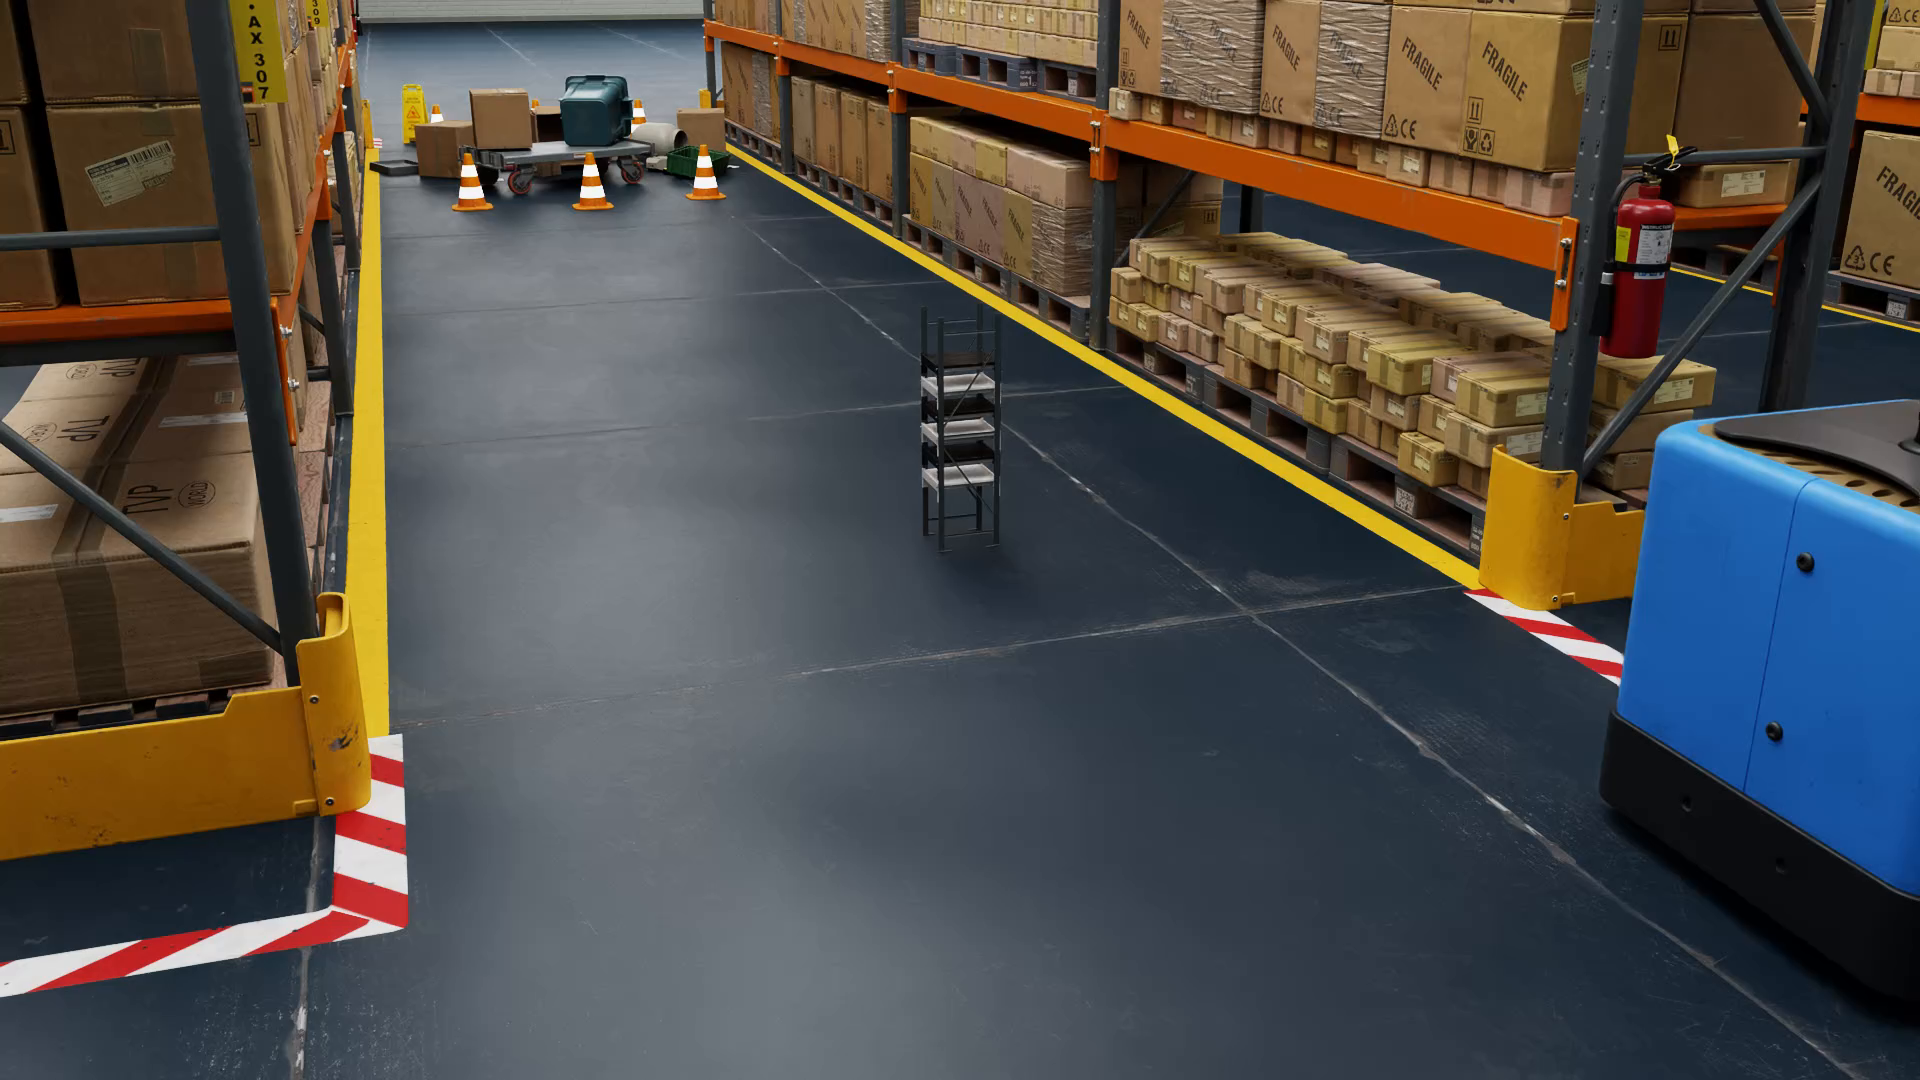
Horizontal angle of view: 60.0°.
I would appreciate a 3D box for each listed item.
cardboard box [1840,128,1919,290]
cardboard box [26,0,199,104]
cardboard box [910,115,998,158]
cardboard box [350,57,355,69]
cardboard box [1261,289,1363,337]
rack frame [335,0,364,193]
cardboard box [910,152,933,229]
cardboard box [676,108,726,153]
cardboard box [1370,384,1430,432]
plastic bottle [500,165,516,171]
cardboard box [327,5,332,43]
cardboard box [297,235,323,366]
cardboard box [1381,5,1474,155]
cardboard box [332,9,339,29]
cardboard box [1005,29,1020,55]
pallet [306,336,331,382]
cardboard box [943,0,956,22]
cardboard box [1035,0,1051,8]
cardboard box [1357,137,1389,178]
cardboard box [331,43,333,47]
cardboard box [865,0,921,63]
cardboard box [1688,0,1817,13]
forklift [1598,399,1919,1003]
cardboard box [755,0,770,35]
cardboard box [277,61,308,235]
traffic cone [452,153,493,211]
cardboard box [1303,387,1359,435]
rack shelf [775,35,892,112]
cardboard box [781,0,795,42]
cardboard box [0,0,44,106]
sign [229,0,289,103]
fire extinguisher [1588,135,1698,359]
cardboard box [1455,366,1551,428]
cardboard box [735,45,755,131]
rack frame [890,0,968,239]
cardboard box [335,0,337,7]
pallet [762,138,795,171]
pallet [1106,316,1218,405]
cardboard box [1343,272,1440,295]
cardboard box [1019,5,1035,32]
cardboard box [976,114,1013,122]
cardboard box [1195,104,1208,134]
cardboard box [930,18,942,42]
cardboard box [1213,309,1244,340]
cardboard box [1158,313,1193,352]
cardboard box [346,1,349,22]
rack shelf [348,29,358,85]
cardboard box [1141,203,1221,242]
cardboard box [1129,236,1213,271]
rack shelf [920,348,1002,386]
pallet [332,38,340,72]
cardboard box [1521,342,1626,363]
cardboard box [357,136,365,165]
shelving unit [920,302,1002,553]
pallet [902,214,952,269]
[{"bbox_3d":[6.098,-2.009,10.095,0.875,0.875,0.875,-6,21,-17],"label":"cardboard box"},{"bbox_3d":[-2.065,-1.397,4.242,0.500,0.500,0.500,-7,21,-18],"label":"cardboard box"},{"bbox_3d":[-0.045,-2.948,12.154,0.500,0.250,0.500,-7,21,-20],"label":"cardboard box"},{"bbox_3d":[-6.118,-4.623,16.228,0.380,0.149,0.250,-5,20,-14],"label":"cardboard box"},{"bbox_3d":[1.604,-1.036,7.581,0.380,0.149,0.250,-6,21,-17],"label":"cardboard box"},{"bbox_3d":[-5.956,-4.546,14.636,1.000,3.000,0.127,-6,21,-17],"label":"rack frame"},{"bbox_3d":[-0.051,-2.588,12.261,0.500,0.500,0.500,-7,21,-20],"label":"cardboard box"},{"bbox_3d":[-2.751,-4.318,17.696,0.500,0.500,0.500,-3,20,-8],"label":"cardboard box"},{"bbox_3d":[1.881,-0.555,6.681,0.380,0.149,0.250,-7,21,-19],"label":"cardboard box"},{"bbox_3d":[-4.581,-3.777,16.840,0.133,0.061,0.283,-3,20,-8],"label":"plastic bottle"},{"bbox_3d":[-4.306,-3.299,10.646,0.500,0.250,0.500,-6,21,-17],"label":"cardboard box"},{"bbox_3d":[-3.713,-1.367,8.307,0.875,0.875,0.875,-6,21,-16],"label":"cardboard box"},{"bbox_3d":[1.940,-1.723,6.189,0.500,0.500,0.500,-7,21,-18],"label":"cardboard box"},{"bbox_3d":[-5.268,-4.243,13.542,0.380,0.149,0.250,-6,21,-17],"label":"cardboard box"},{"bbox_3d":[0.500,-3.141,10.474,0.380,0.149,0.250,-5,20,-15],"label":"cardboard box"},{"bbox_3d":[-3.756,-0.906,8.627,1.003,0.211,1.213,-6,21,-17],"label":"pallet"},{"bbox_3d":[0.104,-3.692,11.568,0.380,0.149,0.250,-7,21,-19],"label":"cardboard box"},{"bbox_3d":[0.667,-3.258,9.921,0.380,0.149,0.250,-6,21,-17],"label":"cardboard box"},{"bbox_3d":[1.819,-1.540,6.638,0.380,0.149,0.250,-7,21,-20],"label":"cardboard box"},{"bbox_3d":[-4.294,-3.057,10.713,0.500,0.250,0.500,-7,21,-19],"label":"cardboard box"},{"bbox_3d":[-0.428,-3.984,12.923,0.500,0.500,0.500,-6,21,-17],"label":"cardboard box"},{"bbox_3d":[2.594,-2.084,5.713,0.500,0.500,0.500,-7,21,-18],"label":"cardboard box"},{"bbox_3d":[3.246,-0.655,3.903,3.031,2.935,1.130,-6,21,-17],"label":"forklift"},{"bbox_3d":[-1.610,-5.466,16.976,0.875,0.550,0.550,-6,21,-17],"label":"cardboard box"},{"bbox_3d":[-2.391,-1.251,5.315,0.500,0.500,0.500,-7,21,-18],"label":"cardboard box"},{"bbox_3d":[-4.237,-3.103,14.371,0.336,0.463,0.334,-6,21,-17],"label":"traffic cone"},{"bbox_3d":[1.712,-0.575,7.176,0.380,0.149,0.250,-7,21,-20],"label":"cardboard box"},{"bbox_3d":[-0.660,-4.124,14.525,1.077,0.370,4.000,-6,21,-17],"label":"rack shelf"},{"bbox_3d":[-1.379,-4.954,15.624,0.500,0.500,0.500,-6,21,-17],"label":"cardboard box"},{"bbox_3d":[-2.562,-1.342,4.089,0.500,0.500,0.500,-6,21,-15],"label":"cardboard box"},{"bbox_3d":[-1.656,-1.197,3.914,0.100,0.325,0.005,-6,21,-17],"label":"sign"},{"bbox_3d":[2.124,-0.912,5.184,0.296,0.674,0.183,-6,21,-17],"label":"fire extinguisher"},{"bbox_3d":[2.076,-0.533,6.178,0.380,0.149,0.250,-6,21,-17],"label":"cardboard box"},{"bbox_3d":[-1.992,-5.093,18.681,0.875,0.875,0.875,-7,21,-18],"label":"cardboard box"},{"bbox_3d":[-0.032,-3.821,12.617,1.000,3.000,0.127,-6,21,-17],"label":"rack frame"},{"bbox_3d":[-5.436,-4.648,13.710,0.500,0.500,0.500,-6,21,-17],"label":"cardboard box"},{"bbox_3d":[-1.454,-4.044,17.364,1.003,0.211,1.213,-6,21,-17],"label":"pallet"},{"bbox_3d":[1.470,-1.013,8.925,1.003,0.211,1.213,-6,21,-17],"label":"pallet"},{"bbox_3d":[2.064,-1.176,7.969,0.380,0.149,0.250,-7,21,-19],"label":"cardboard box"},{"bbox_3d":[0.583,-3.199,10.195,0.380,0.149,0.250,-8,21,-20],"label":"cardboard box"},{"bbox_3d":[0.432,-3.003,12.308,0.500,0.250,0.500,-7,21,-18],"label":"cardboard box"},{"bbox_3d":[1.369,-2.051,8.060,0.380,0.149,0.250,-7,21,-20],"label":"cardboard box"},{"bbox_3d":[0.002,-3.649,11.889,0.380,0.149,0.250,-5,20,-15],"label":"cardboard box"},{"bbox_3d":[1.458,-1.059,8.084,0.380,0.149,0.250,-5,20,-15],"label":"cardboard box"},{"bbox_3d":[1.246,-1.083,8.589,0.380,0.149,0.250,-6,21,-17],"label":"cardboard box"},{"bbox_3d":[-6.155,-5.225,15.938,0.500,0.500,0.500,-7,21,-18],"label":"cardboard box"},{"bbox_3d":[-6.585,-4.849,16.545,1.077,0.370,4.000,-6,21,-17],"label":"rack shelf"},{"bbox_3d":[1.245,-1.824,10.133,0.500,0.500,0.500,-6,20,-15],"label":"cardboard box"},{"bbox_3d":[1.137,-1.541,8.984,0.380,0.149,0.250,-6,20,-15],"label":"cardboard box"},{"bbox_3d":[0.003,-0.644,6.177,0.258,0.077,0.200,-6,21,-17],"label":"rack shelf"},{"bbox_3d":[-5.024,-3.390,11.700,1.213,0.211,1.003,-6,21,-17],"label":"pallet"},{"bbox_3d":[2.440,-0.669,6.559,0.380,0.149,0.250,-6,21,-16],"label":"cardboard box"},{"bbox_3d":[-5.885,-3.668,15.637,0.500,0.250,0.500,-7,21,-20],"label":"cardboard box"},{"bbox_3d":[0.003,-0.421,6.257,0.258,0.900,0.210,-6,21,-17],"label":"shelving unit"},{"bbox_3d":[0.213,-2.258,12.390,1.003,0.211,1.213,-6,21,-17],"label":"pallet"}]
